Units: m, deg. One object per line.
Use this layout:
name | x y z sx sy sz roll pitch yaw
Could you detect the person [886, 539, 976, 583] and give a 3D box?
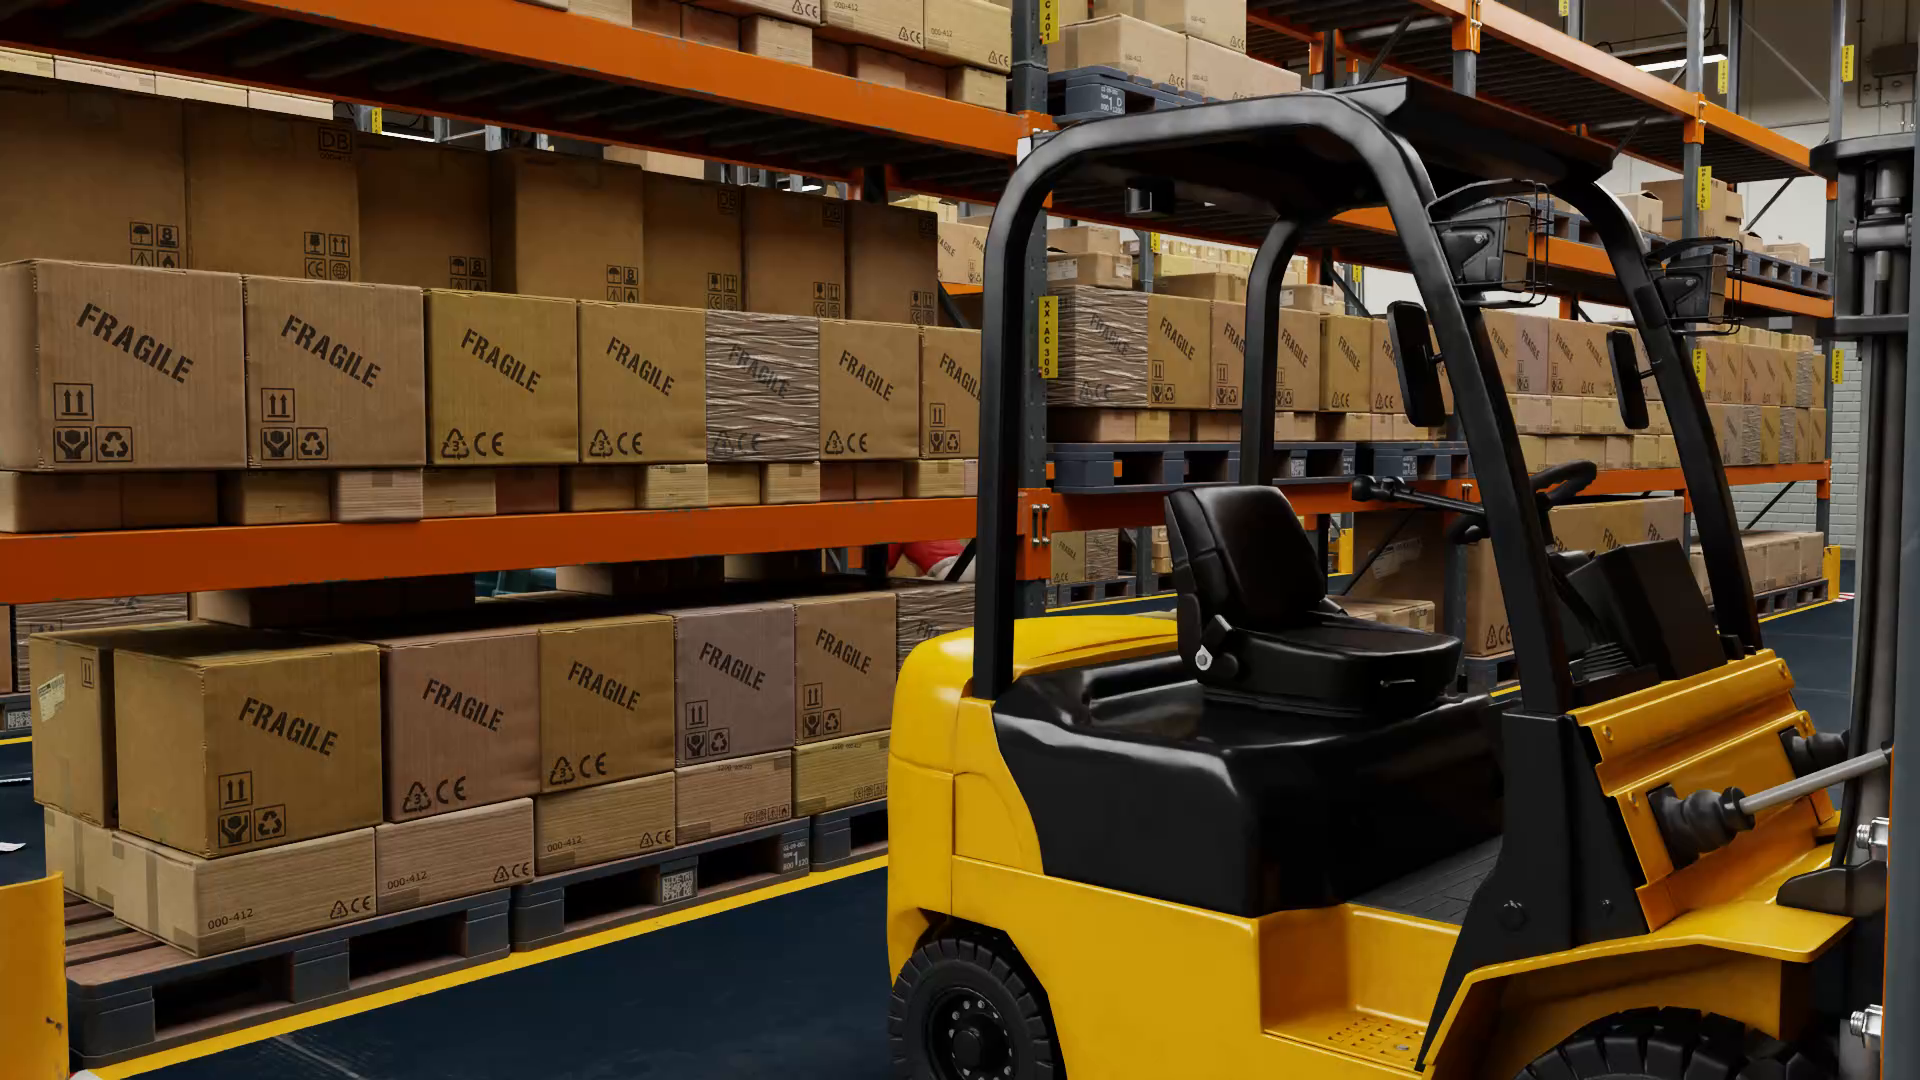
person | -0.256 0.288 11.631 0.857 1.064 0.573 3 5 41
